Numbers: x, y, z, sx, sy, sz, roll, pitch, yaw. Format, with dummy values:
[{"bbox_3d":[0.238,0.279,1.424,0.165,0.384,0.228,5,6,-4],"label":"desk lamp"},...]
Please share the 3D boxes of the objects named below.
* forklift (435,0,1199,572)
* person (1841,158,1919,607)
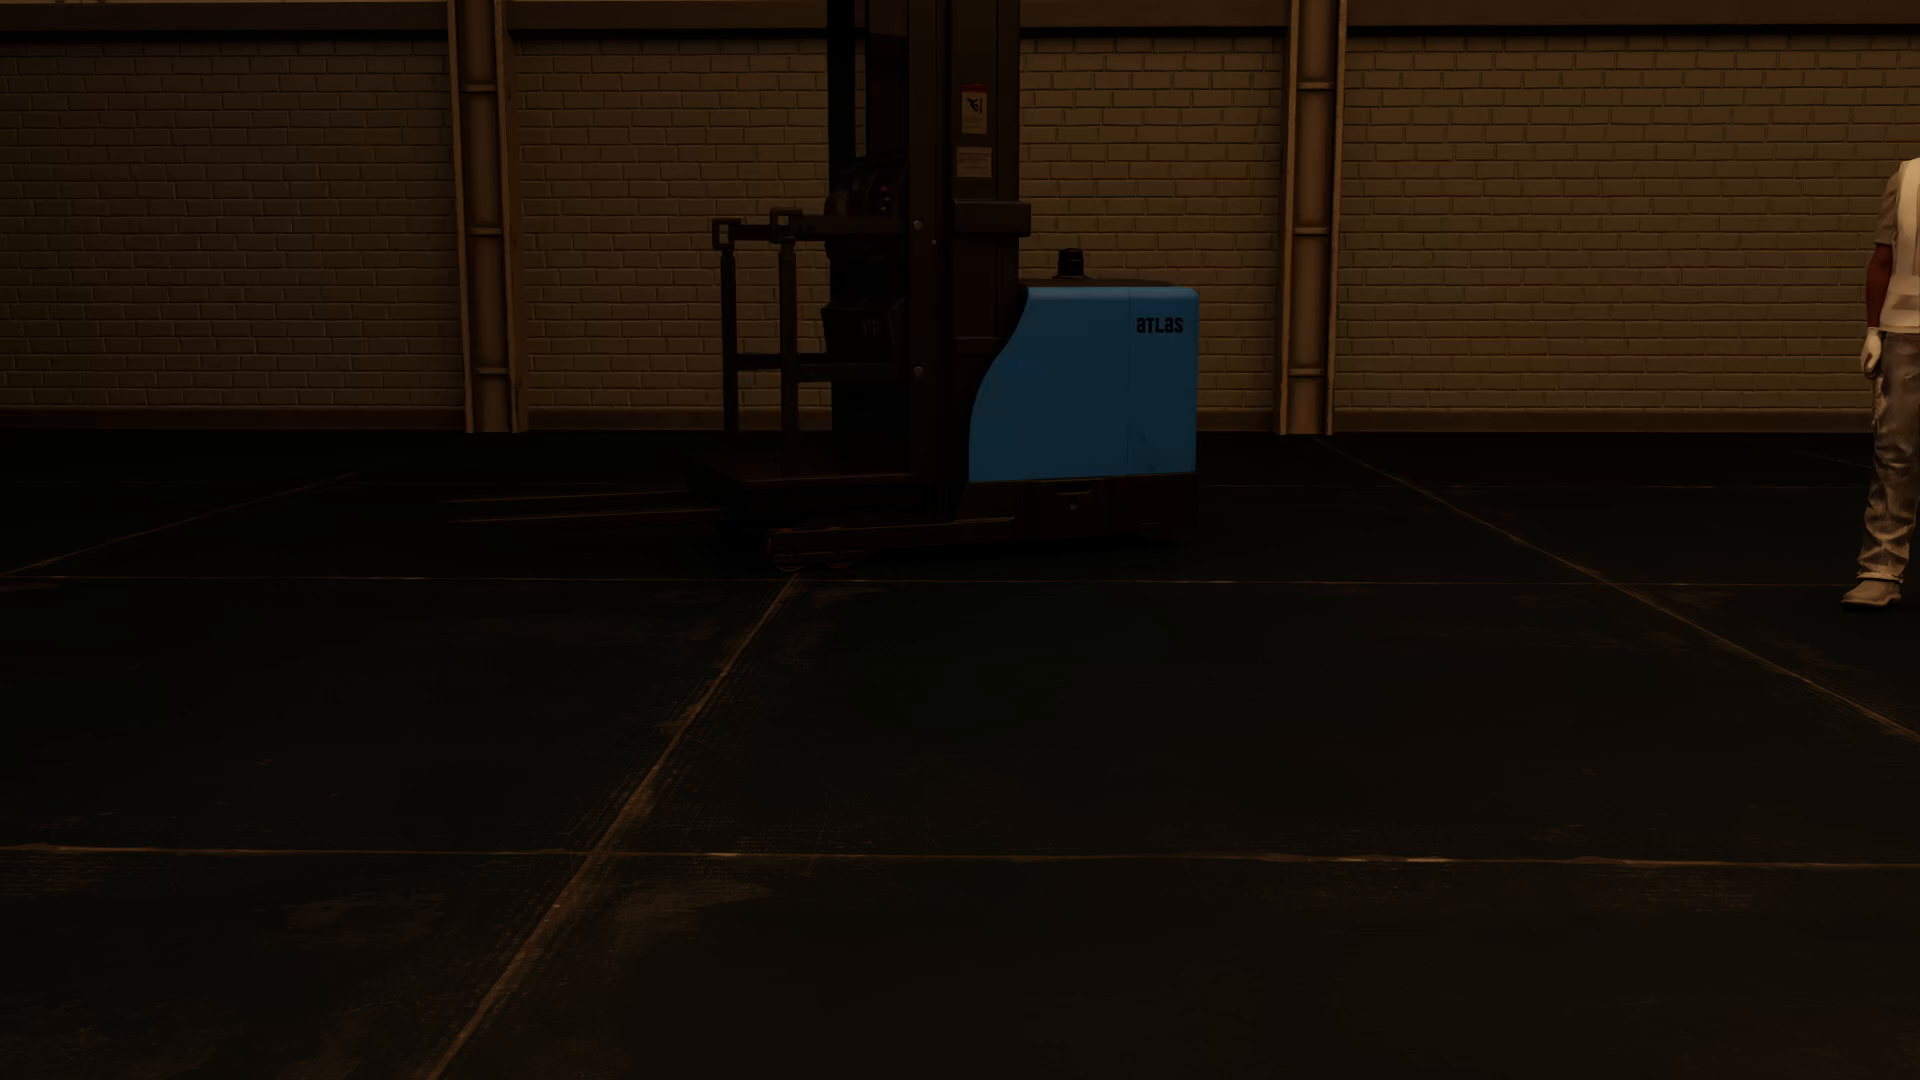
[{"bbox_3d":[-0.569,-1.416,6.694,3.031,2.935,1.130,-3,9,-20],"label":"forklift"},{"bbox_3d":[3.251,-0.647,5.447,0.539,1.790,0.374,6,11,34],"label":"person"}]
